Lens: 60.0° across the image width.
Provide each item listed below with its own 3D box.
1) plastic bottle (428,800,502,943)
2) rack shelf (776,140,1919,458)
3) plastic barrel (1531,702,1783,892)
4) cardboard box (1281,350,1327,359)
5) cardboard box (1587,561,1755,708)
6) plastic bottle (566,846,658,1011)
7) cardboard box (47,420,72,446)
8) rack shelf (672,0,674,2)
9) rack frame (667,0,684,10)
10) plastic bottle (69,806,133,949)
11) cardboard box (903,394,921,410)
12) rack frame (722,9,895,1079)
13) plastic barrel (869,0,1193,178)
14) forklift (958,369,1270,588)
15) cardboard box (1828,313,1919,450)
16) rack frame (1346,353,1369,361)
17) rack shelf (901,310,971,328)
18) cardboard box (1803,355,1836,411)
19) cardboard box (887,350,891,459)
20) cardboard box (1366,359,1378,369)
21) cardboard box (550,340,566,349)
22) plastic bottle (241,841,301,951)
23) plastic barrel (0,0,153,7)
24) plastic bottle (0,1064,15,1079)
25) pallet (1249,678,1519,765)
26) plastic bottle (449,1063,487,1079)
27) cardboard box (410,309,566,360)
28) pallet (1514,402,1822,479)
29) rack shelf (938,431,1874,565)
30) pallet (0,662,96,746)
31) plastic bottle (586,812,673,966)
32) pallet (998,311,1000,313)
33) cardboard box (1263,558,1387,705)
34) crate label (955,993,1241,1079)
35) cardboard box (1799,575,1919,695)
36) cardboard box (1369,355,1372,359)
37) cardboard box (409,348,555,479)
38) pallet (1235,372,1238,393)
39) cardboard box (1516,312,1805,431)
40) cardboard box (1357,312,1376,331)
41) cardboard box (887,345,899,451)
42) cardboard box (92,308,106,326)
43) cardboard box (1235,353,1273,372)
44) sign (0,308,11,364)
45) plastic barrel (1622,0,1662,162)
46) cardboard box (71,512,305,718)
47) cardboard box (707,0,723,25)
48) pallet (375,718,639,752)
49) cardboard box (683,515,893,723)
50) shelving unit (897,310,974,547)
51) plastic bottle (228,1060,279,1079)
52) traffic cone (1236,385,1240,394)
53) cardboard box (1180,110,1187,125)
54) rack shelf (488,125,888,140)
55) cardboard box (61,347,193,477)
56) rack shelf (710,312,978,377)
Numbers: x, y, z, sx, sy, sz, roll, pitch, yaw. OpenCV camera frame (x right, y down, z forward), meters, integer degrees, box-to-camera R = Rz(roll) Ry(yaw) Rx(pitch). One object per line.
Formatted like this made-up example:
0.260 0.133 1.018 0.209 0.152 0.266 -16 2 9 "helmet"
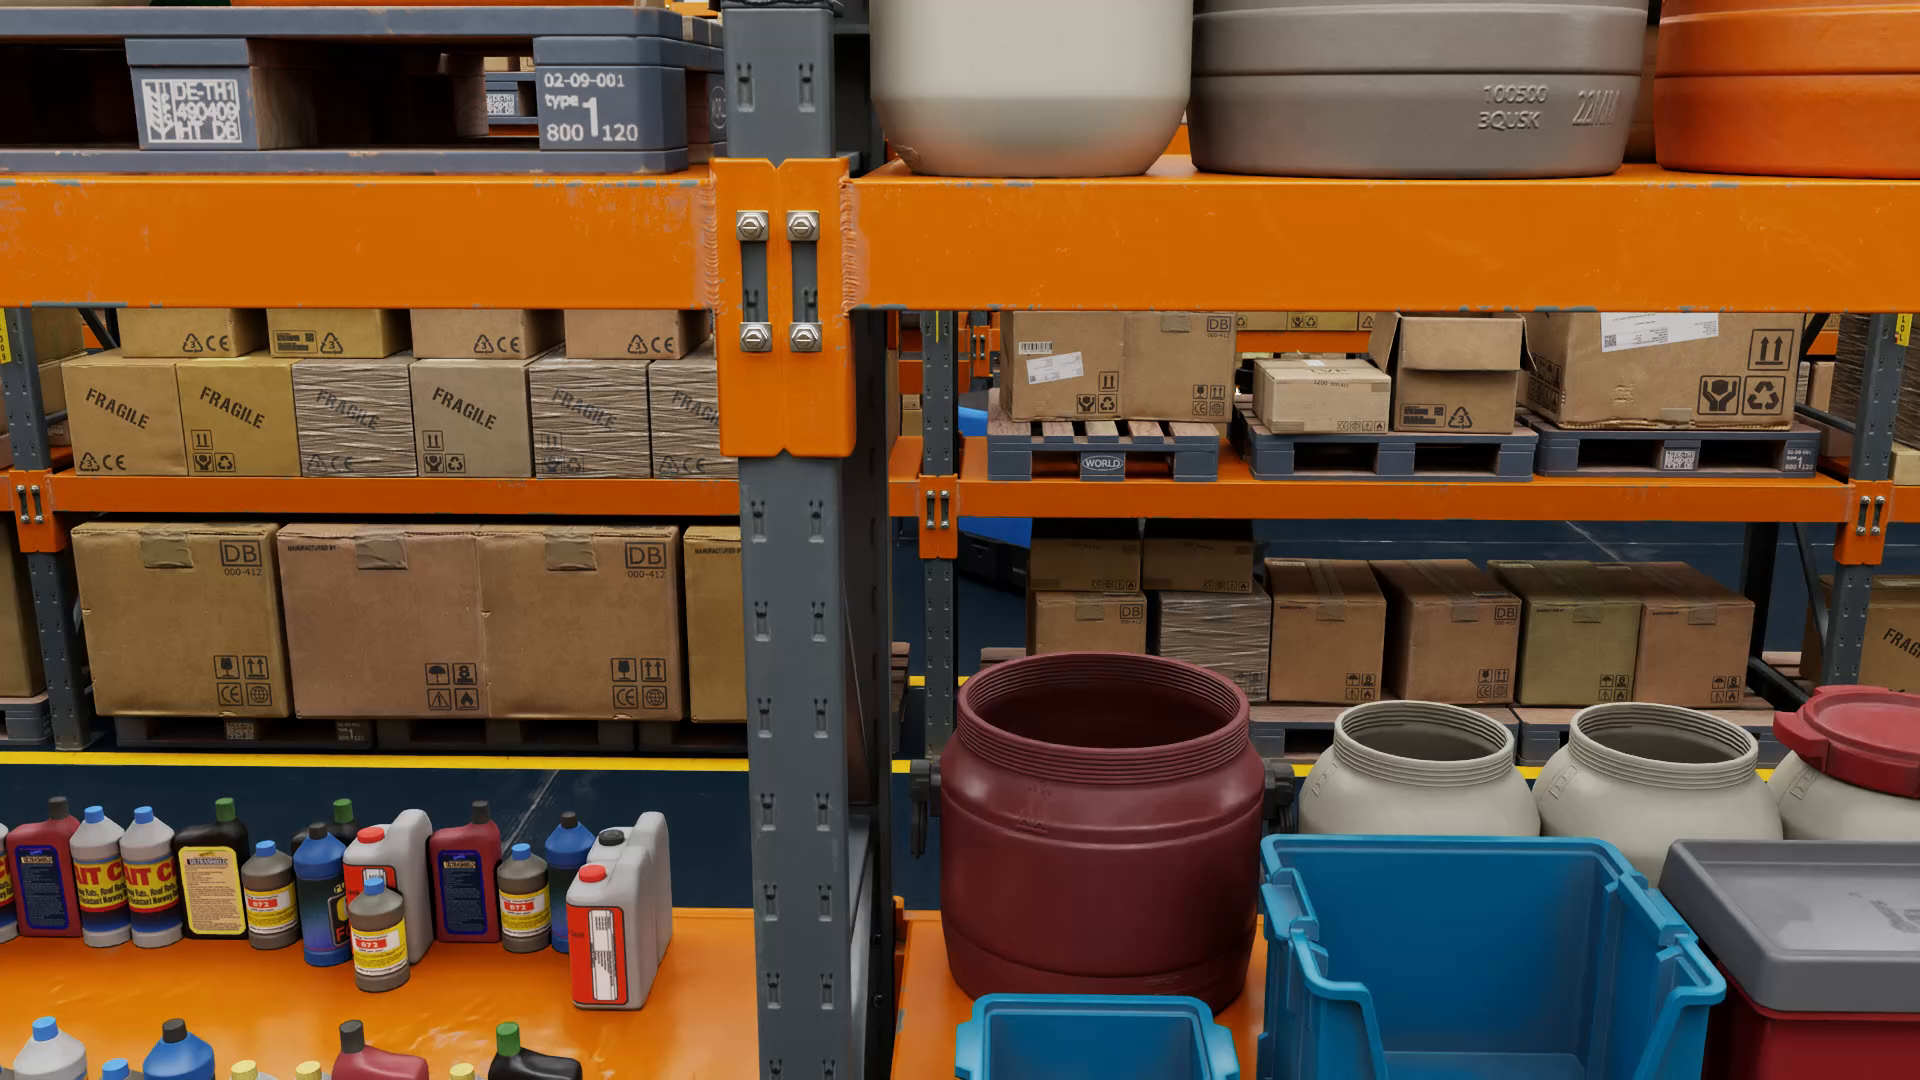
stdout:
-0.962 0.645 3.244 0.133 0.283 0.061 0 15 1 "plastic bottle"
1.789 -0.402 2.514 4.000 0.370 1.077 0 15 1 "rack shelf"
1.245 0.588 3.010 0.421 0.512 0.421 0 15 0 "plastic barrel"
1.590 -0.772 7.825 0.258 0.266 0.396 0 15 0 "cardboard box"
3.302 0.437 7.841 0.500 0.500 0.700 -1 15 -3 "cardboard box"
-0.639 0.701 3.046 0.135 0.276 0.152 0 15 1 "plastic bottle"
-4.370 -0.567 8.101 0.250 0.149 0.380 0 15 2 "cardboard box"
-5.706 -6.959 21.493 4.000 0.370 1.077 0 15 1 "rack shelf"
-3.706 -7.295 21.352 0.127 3.000 1.000 0 15 1 "rack frame"
-1.674 0.651 3.246 0.097 0.271 0.097 0 15 0 "plastic bottle"
-0.547 -1.134 12.366 0.500 0.250 0.500 0 15 0 "cardboard box"
-0.210 0.688 2.854 0.127 3.000 1.000 0 15 1 "rack frame"
0.092 -0.737 2.153 0.421 0.512 0.421 0 15 0 "plastic barrel"
1.138 -1.063 9.625 1.130 2.935 3.031 -14 20 -42 "forklift"
4.363 -0.723 7.421 0.500 0.500 0.875 0 15 1 "cardboard box"
4.168 -3.077 17.122 0.127 3.000 1.000 0 15 1 "rack frame"
-0.165 -1.680 10.901 0.480 0.518 0.431 0 15 1 "rack shelf"
6.582 -0.956 12.426 0.875 0.875 0.875 0 15 1 "cardboard box"
-0.583 -0.564 7.401 0.500 0.500 0.500 1 15 3 "cardboard box"
3.520 -0.910 12.496 0.750 0.750 1.050 0 15 1 "cardboard box"
-2.090 -0.705 7.938 0.500 0.500 0.500 0 15 2 "cardboard box"
-1.346 0.687 3.246 0.097 0.201 0.097 0 15 0 "plastic bottle"
-1.286 -0.869 2.320 0.301 0.262 0.301 0 15 0 "plastic barrel"
-1.458 0.880 2.515 0.097 0.201 0.097 0 15 0 "plastic bottle"
1.914 0.787 7.944 1.213 0.211 1.003 0 15 1 "pallet"
-0.741 0.884 2.497 0.097 0.201 0.097 0 15 0 "plastic bottle"
-2.136 -1.125 7.563 0.637 0.503 0.797 1 15 3 "cardboard box"
3.155 -0.499 7.727 1.213 0.211 1.003 0 15 1 "pallet"
1.915 -0.215 7.684 4.000 0.370 1.077 0 15 1 "rack shelf"
-4.841 0.722 8.190 1.213 0.211 1.003 0 15 1 "pallet"
-0.635 0.662 3.193 0.135 0.276 0.152 0 15 1 "plastic bottle"
1.114 -3.005 22.316 1.213 0.211 1.003 0 15 1 "pallet"
1.708 0.422 7.898 0.500 0.500 0.700 2 15 6 "cardboard box"
0.201 0.867 2.503 0.416 0.233 0.303 0 15 1 "crate label"
4.314 0.469 7.759 0.500 0.500 0.500 0 15 0 "cardboard box"
4.152 -1.780 15.623 0.500 0.500 0.500 0 15 1 "cardboard box"
-2.110 -0.575 7.442 0.500 0.500 0.500 1 15 2 "cardboard box"
3.390 -1.733 17.495 1.213 0.211 1.003 0 15 1 "pallet"
3.124 -1.083 7.568 1.000 1.000 1.000 0 15 2 "cardboard box"
3.109 -1.801 12.089 0.500 0.500 0.500 0 15 1 "cardboard box"
-0.563 -0.696 7.904 0.500 0.500 0.500 1 15 3 "cardboard box"
-6.236 -1.695 12.376 0.250 0.149 0.380 0 15 0 "cardboard box"
2.925 -2.016 17.428 0.625 0.372 0.950 1 15 5 "cardboard box"
-4.095 -0.917 7.083 0.005 0.325 0.100 0 15 1 "sign"
1.067 -0.747 2.683 0.301 0.262 0.301 0 15 0 "plastic barrel"
-3.442 0.222 7.961 0.875 0.875 1.225 0 15 2 "cardboard box"
-0.695 -2.265 7.137 0.637 0.503 0.797 1 15 5 "cardboard box"
-2.087 0.740 8.122 1.213 0.211 1.003 0 15 1 "pallet"
-0.773 0.239 7.896 0.875 0.875 1.225 0 15 -1 "cardboard box"
-0.165 -1.016 11.076 0.503 2.100 0.431 0 15 1 "shelving unit"
-1.069 0.882 2.505 0.097 0.201 0.097 0 15 0 "plastic bottle"
2.577 -1.248 15.163 0.334 0.463 0.336 0 15 1 "traffic cone"
0.893 -1.882 7.007 0.500 0.250 0.500 1 15 3 "cardboard box"
-2.083 -1.691 7.400 4.000 0.370 1.077 0 15 1 "rack shelf"
-3.629 -0.583 7.474 0.500 0.500 0.500 0 15 2 "cardboard box"
-1.855 -1.505 12.574 4.000 0.370 1.077 0 15 1 "rack shelf"
